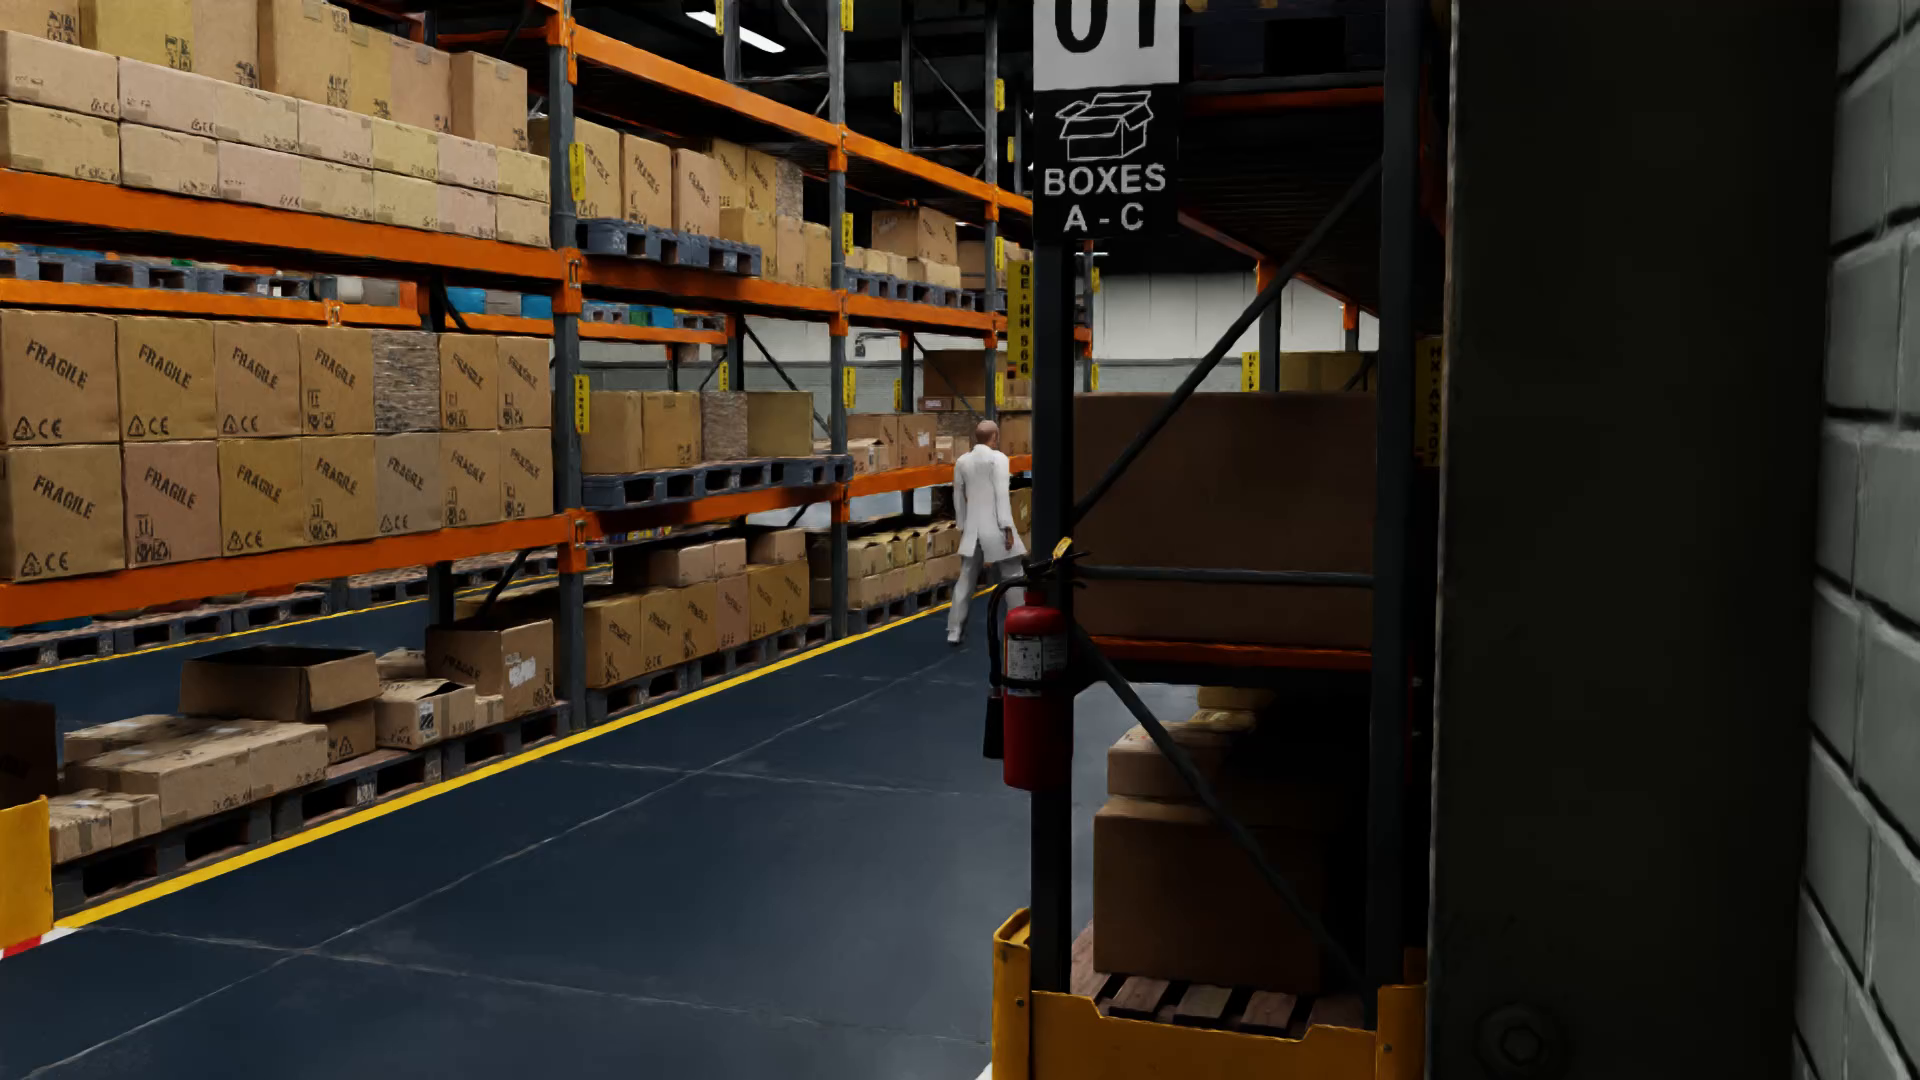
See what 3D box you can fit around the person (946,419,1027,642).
[{"bbox_3d":[0.264,-0.076,13.215,0.736,1.759,0.714,5,7,42],"label":"person"}]
